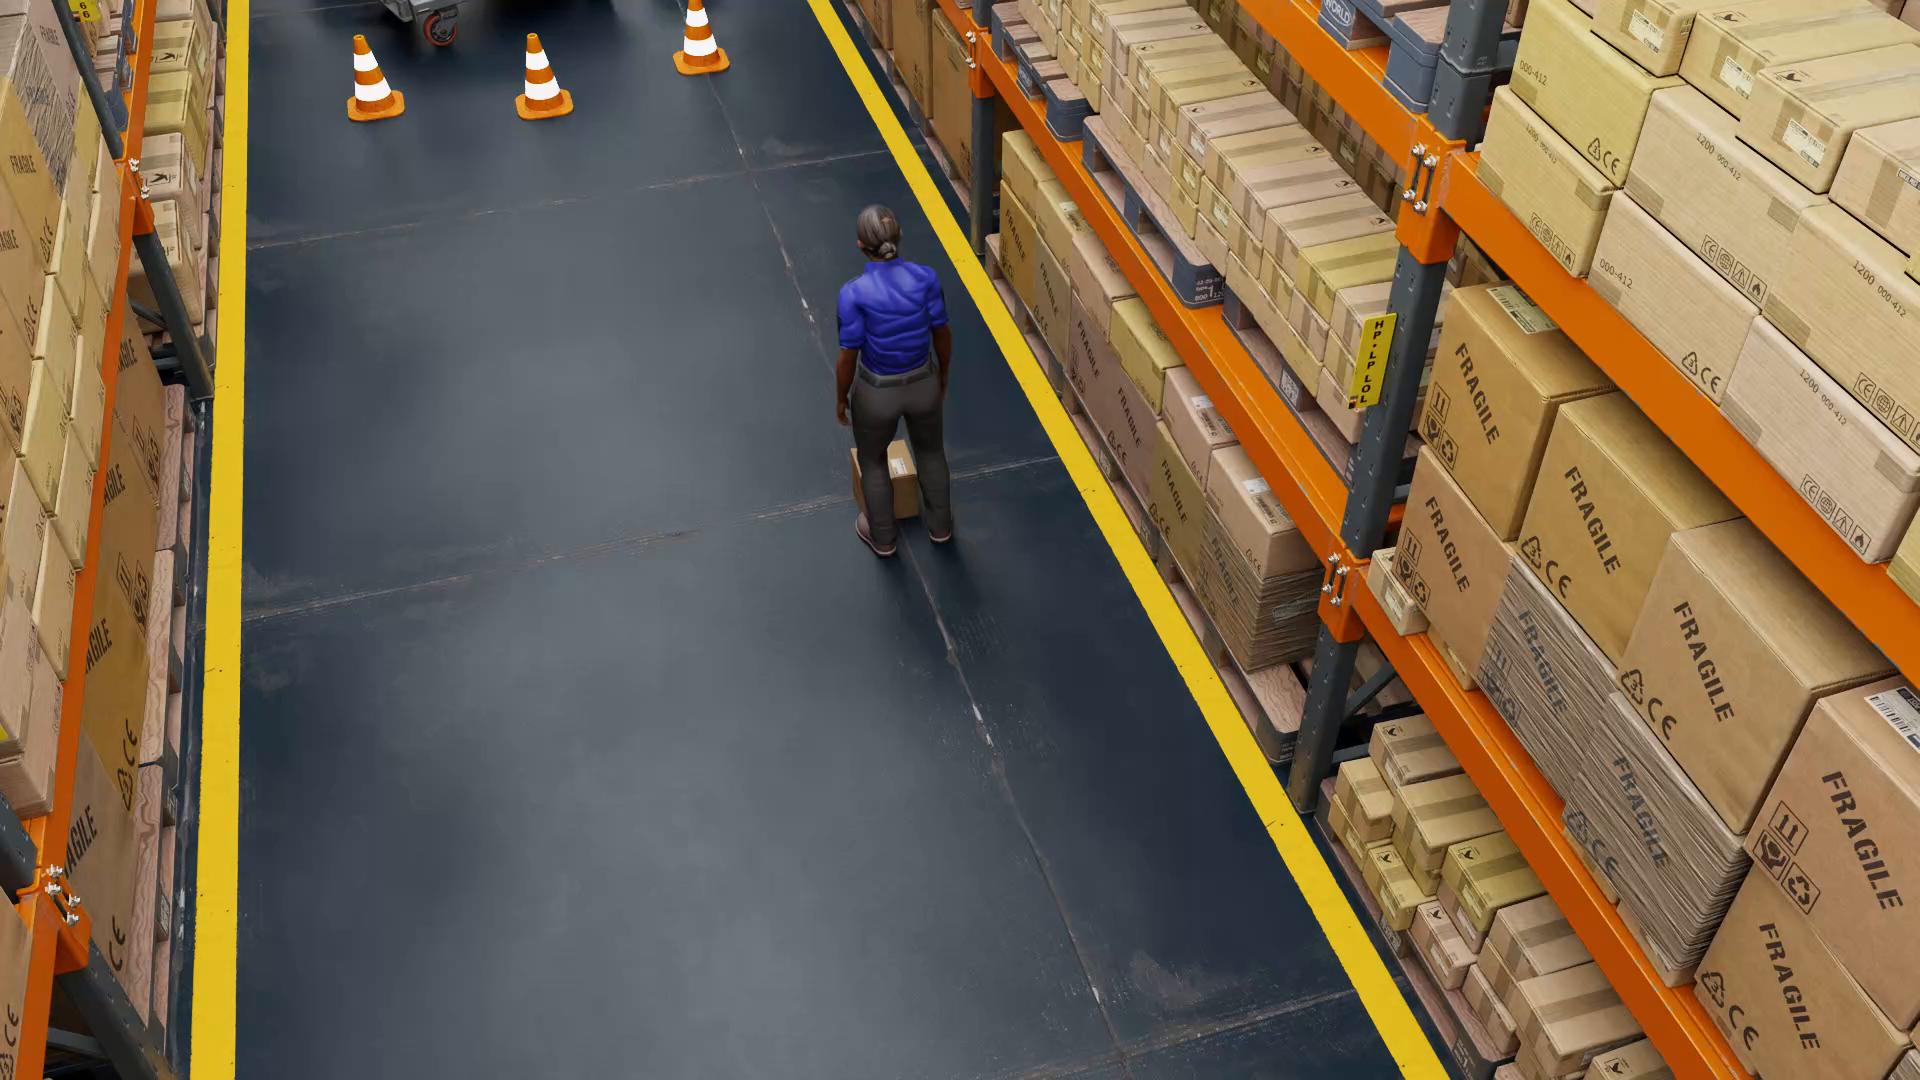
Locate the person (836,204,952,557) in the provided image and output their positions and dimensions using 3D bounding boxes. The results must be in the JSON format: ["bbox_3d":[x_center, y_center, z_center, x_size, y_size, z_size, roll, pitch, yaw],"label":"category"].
[{"bbox_3d":[-0.260,-0.623,6.856,0.531,1.640,0.351,-14,44,-15],"label":"person"}]
